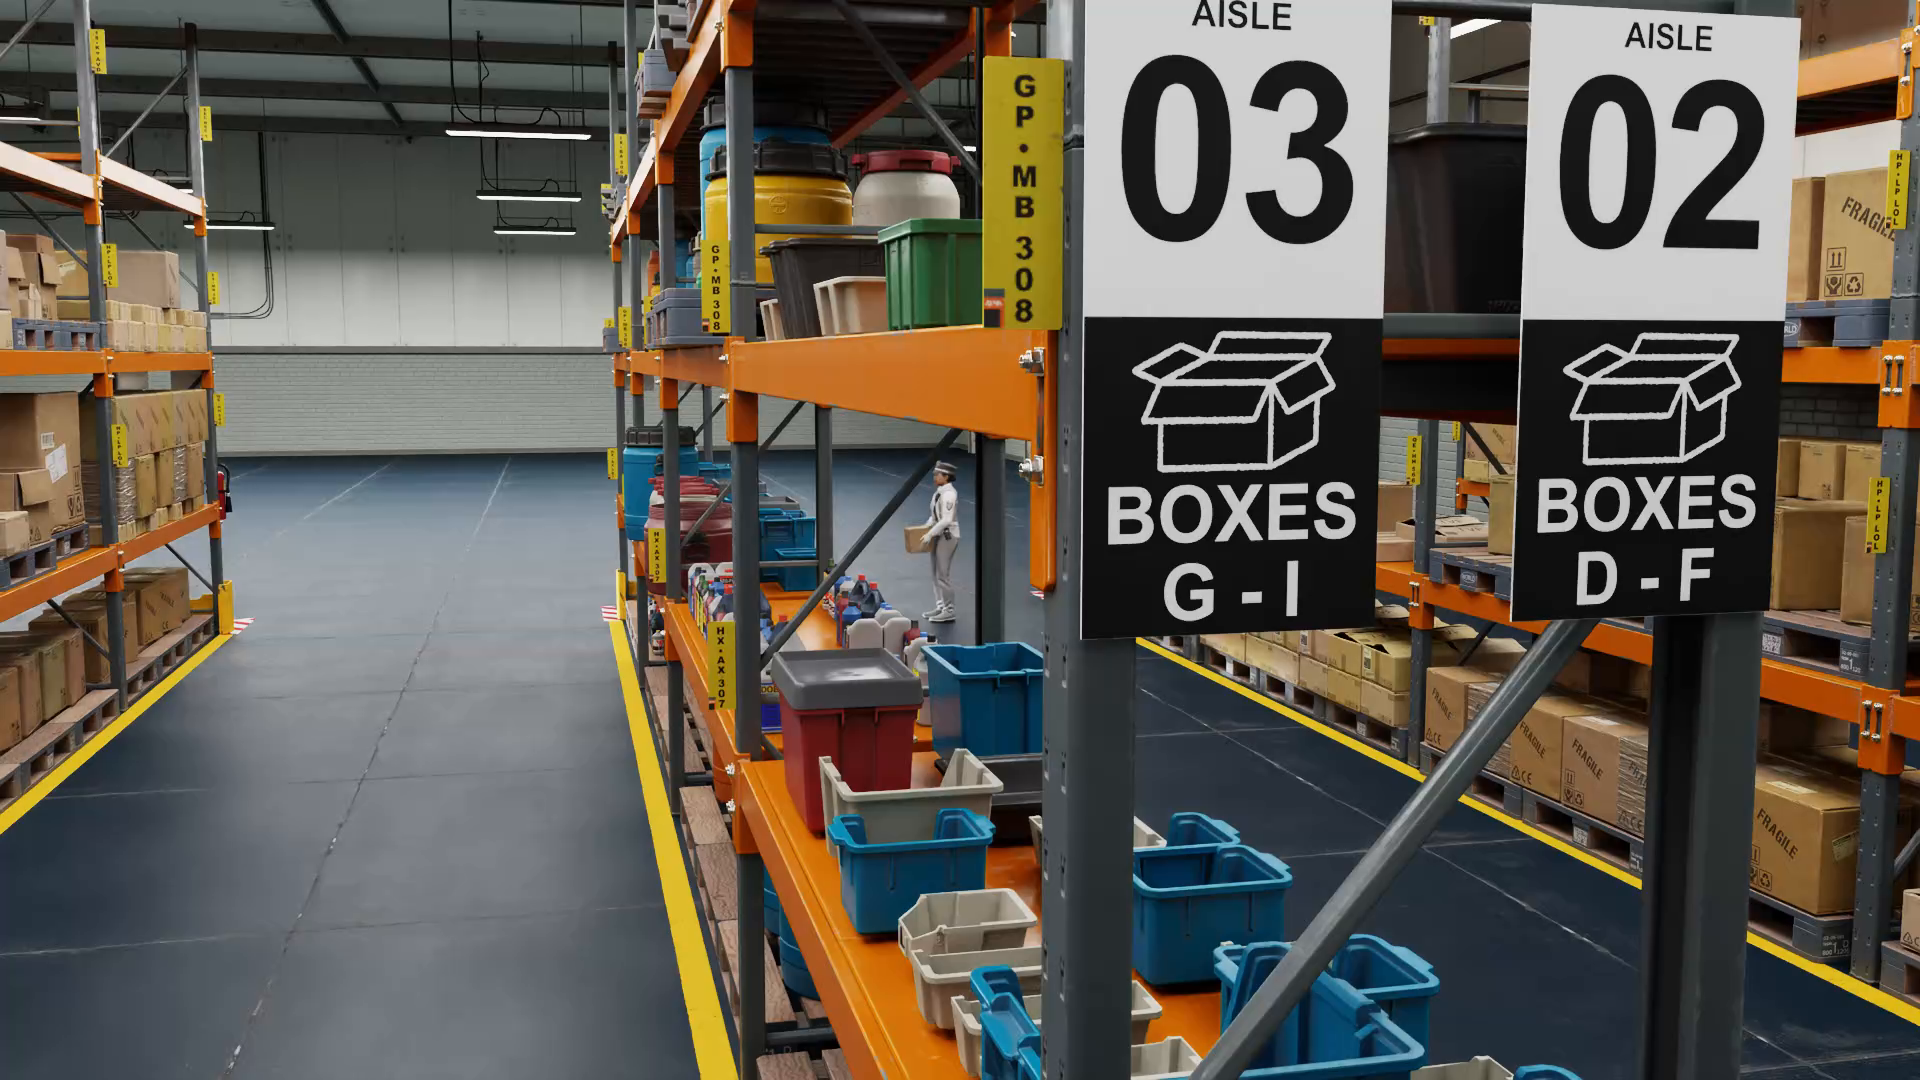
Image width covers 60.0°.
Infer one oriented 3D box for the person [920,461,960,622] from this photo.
[{"bbox_3d":[-0.232,0.006,17.502,0.451,1.688,0.495,-2,6,-14],"label":"person"}]
